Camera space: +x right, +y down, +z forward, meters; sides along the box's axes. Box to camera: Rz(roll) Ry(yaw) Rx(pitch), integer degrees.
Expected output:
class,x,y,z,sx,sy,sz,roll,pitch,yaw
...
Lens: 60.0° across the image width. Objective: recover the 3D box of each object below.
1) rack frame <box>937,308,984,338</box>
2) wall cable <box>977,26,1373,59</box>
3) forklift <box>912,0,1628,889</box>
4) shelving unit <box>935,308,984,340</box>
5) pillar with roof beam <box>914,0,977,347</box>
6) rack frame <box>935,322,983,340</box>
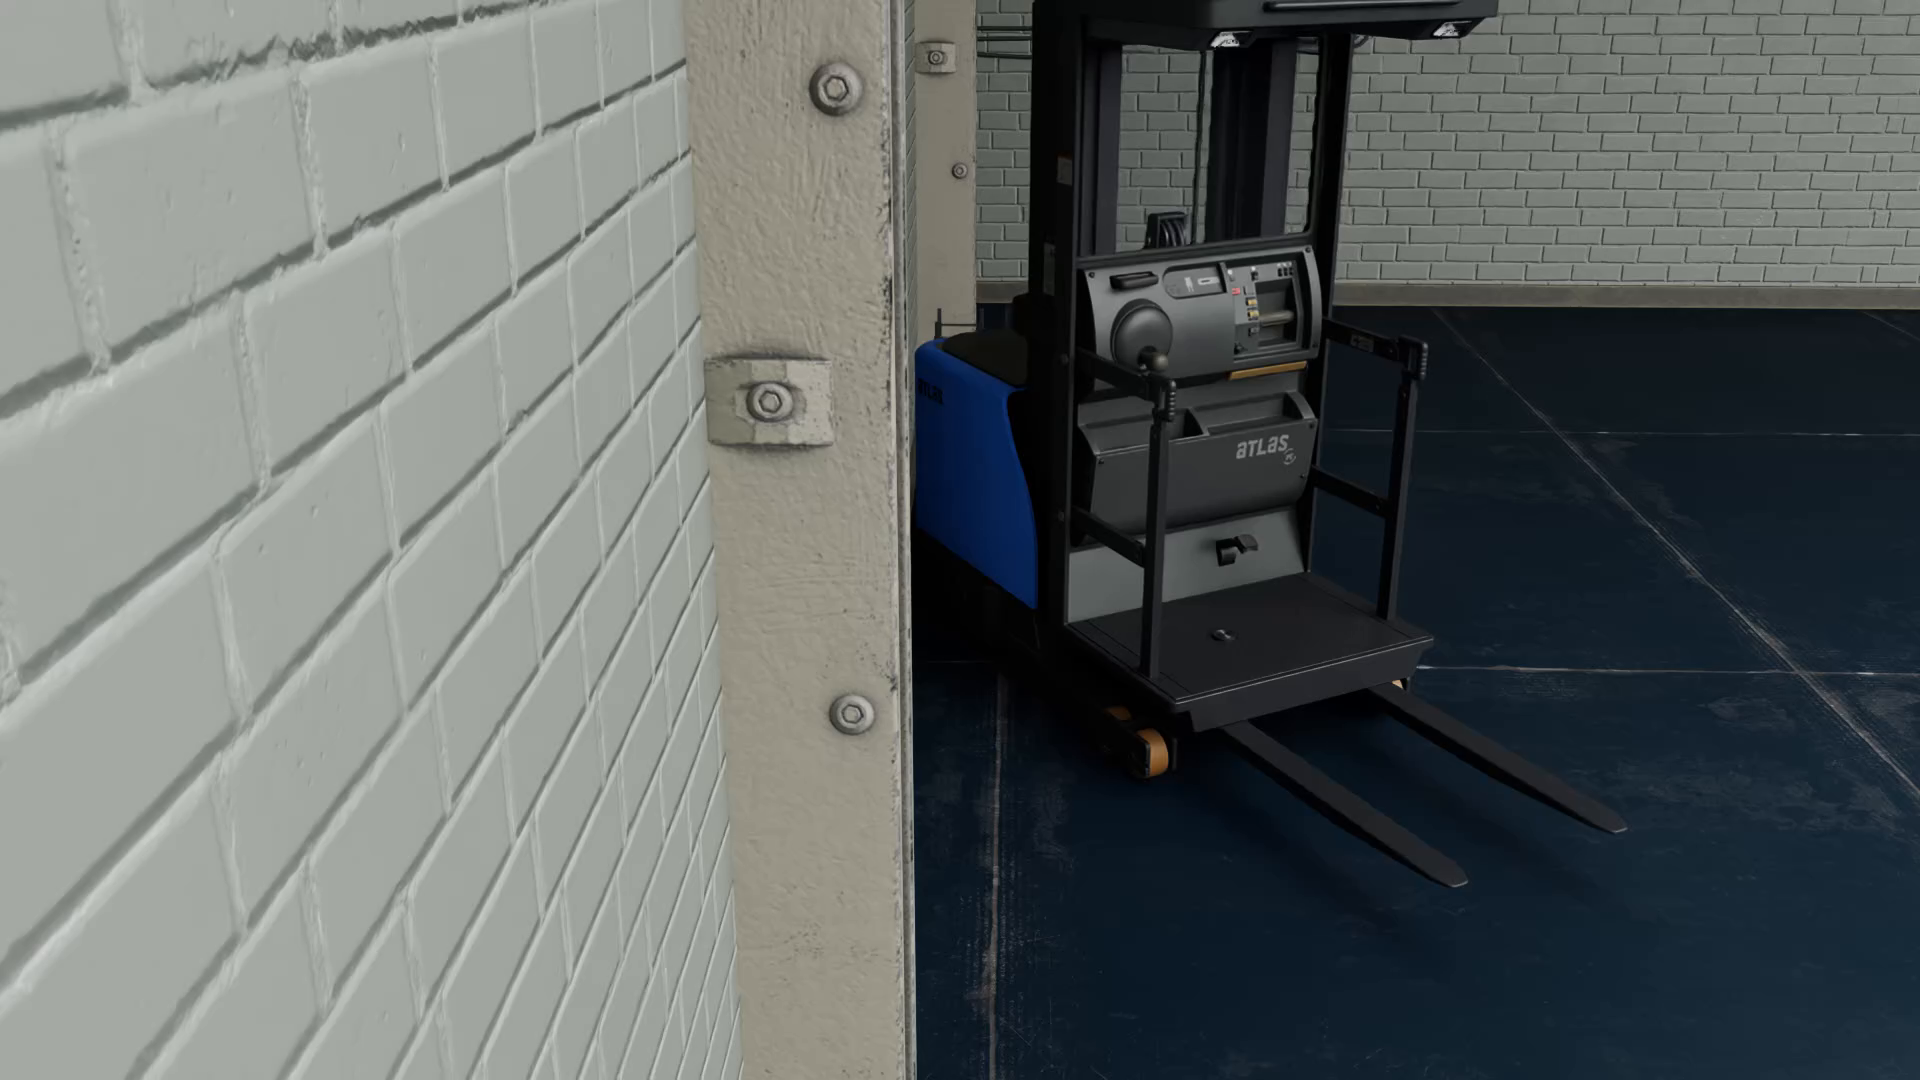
class,x,y,z,sx,sy,sz,roll,pitch,yaw
rack frame,0.002,-0.514,7.403,0.200,1.050,0.008,1,21,2
wall cable,1.339,-4.421,10.776,3.097,2.526,0.112,1,21,2
forklift,0.930,-0.761,5.439,1.130,2.935,3.031,-11,24,-25
shelving unit,-0.002,-0.470,7.289,0.215,1.050,0.252,1,21,2
pillar with roof beam,4.231,-4.771,7.384,9.100,9.000,0.400,1,21,2
rack frame,-0.005,-0.426,7.175,0.200,1.050,0.008,1,21,2
